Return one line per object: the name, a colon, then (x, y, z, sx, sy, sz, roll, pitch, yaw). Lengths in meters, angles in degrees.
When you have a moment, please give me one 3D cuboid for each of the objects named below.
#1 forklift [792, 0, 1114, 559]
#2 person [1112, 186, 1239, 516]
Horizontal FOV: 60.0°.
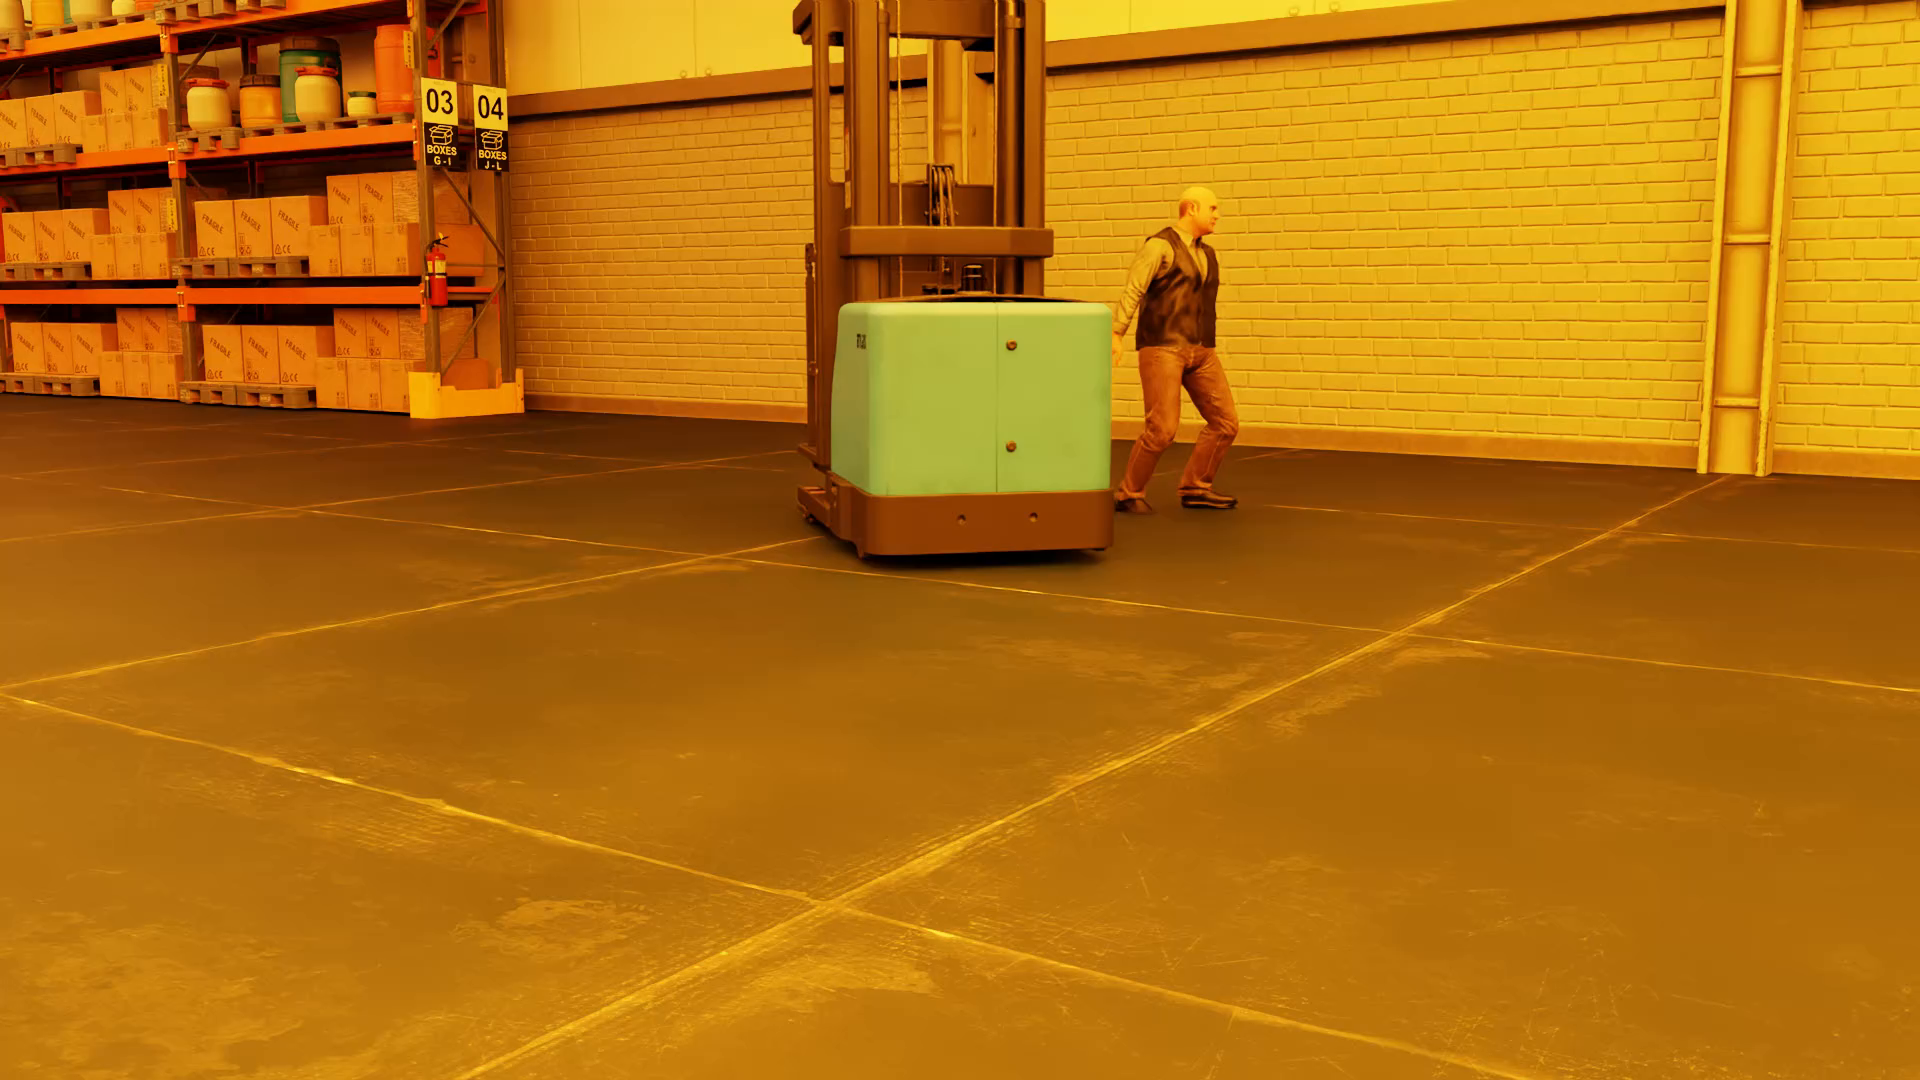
forklift: (-0.197, -1.539, 8.015, 1.130, 2.935, 3.031, -2, 8, -13)
person: (1.072, -0.950, 8.530, 0.846, 1.696, 0.433, -7, 10, -39)
